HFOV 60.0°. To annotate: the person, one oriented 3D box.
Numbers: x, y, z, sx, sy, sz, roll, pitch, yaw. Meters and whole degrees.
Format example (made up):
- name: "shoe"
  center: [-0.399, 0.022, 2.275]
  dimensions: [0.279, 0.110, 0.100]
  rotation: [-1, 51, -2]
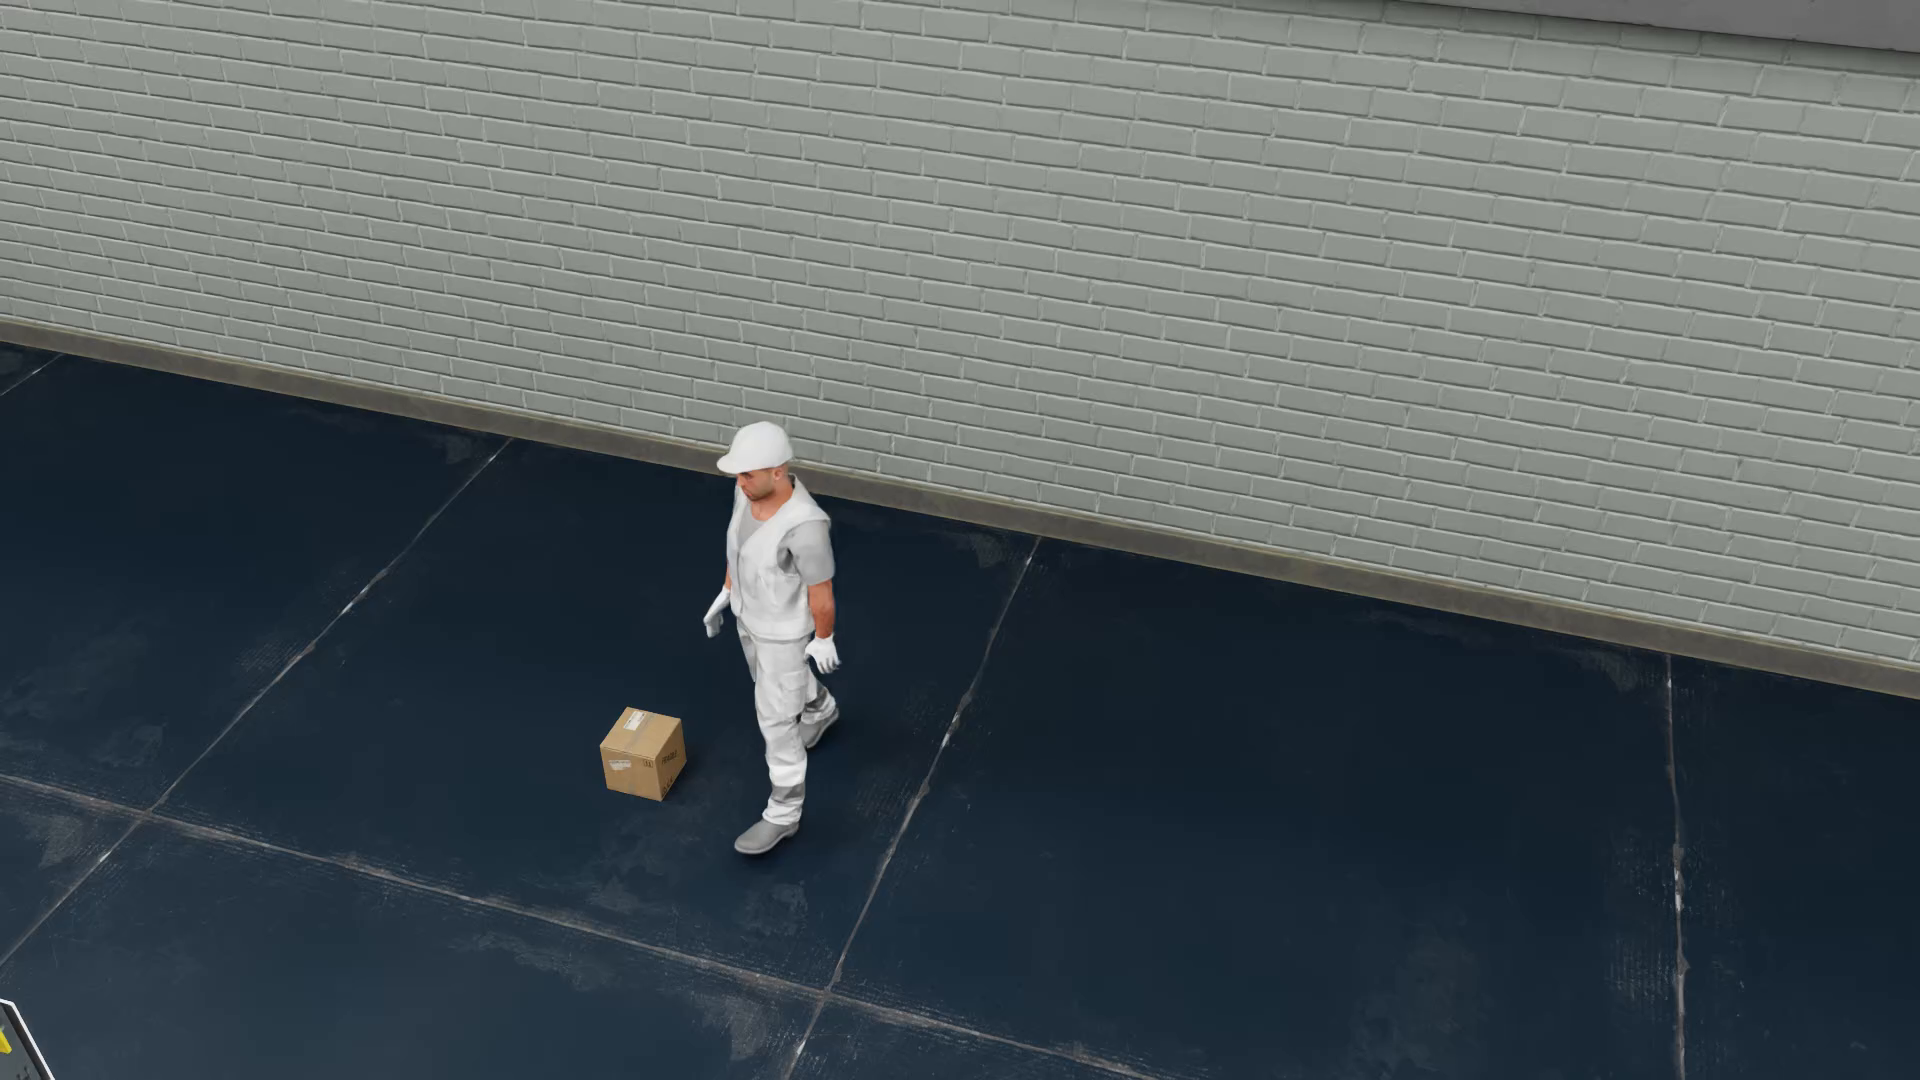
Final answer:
- name: "person"
  center: [-0.712, 0.329, 6.425]
  dimensions: [0.730, 1.771, 0.565]
  rotation: [-21, 42, -26]
